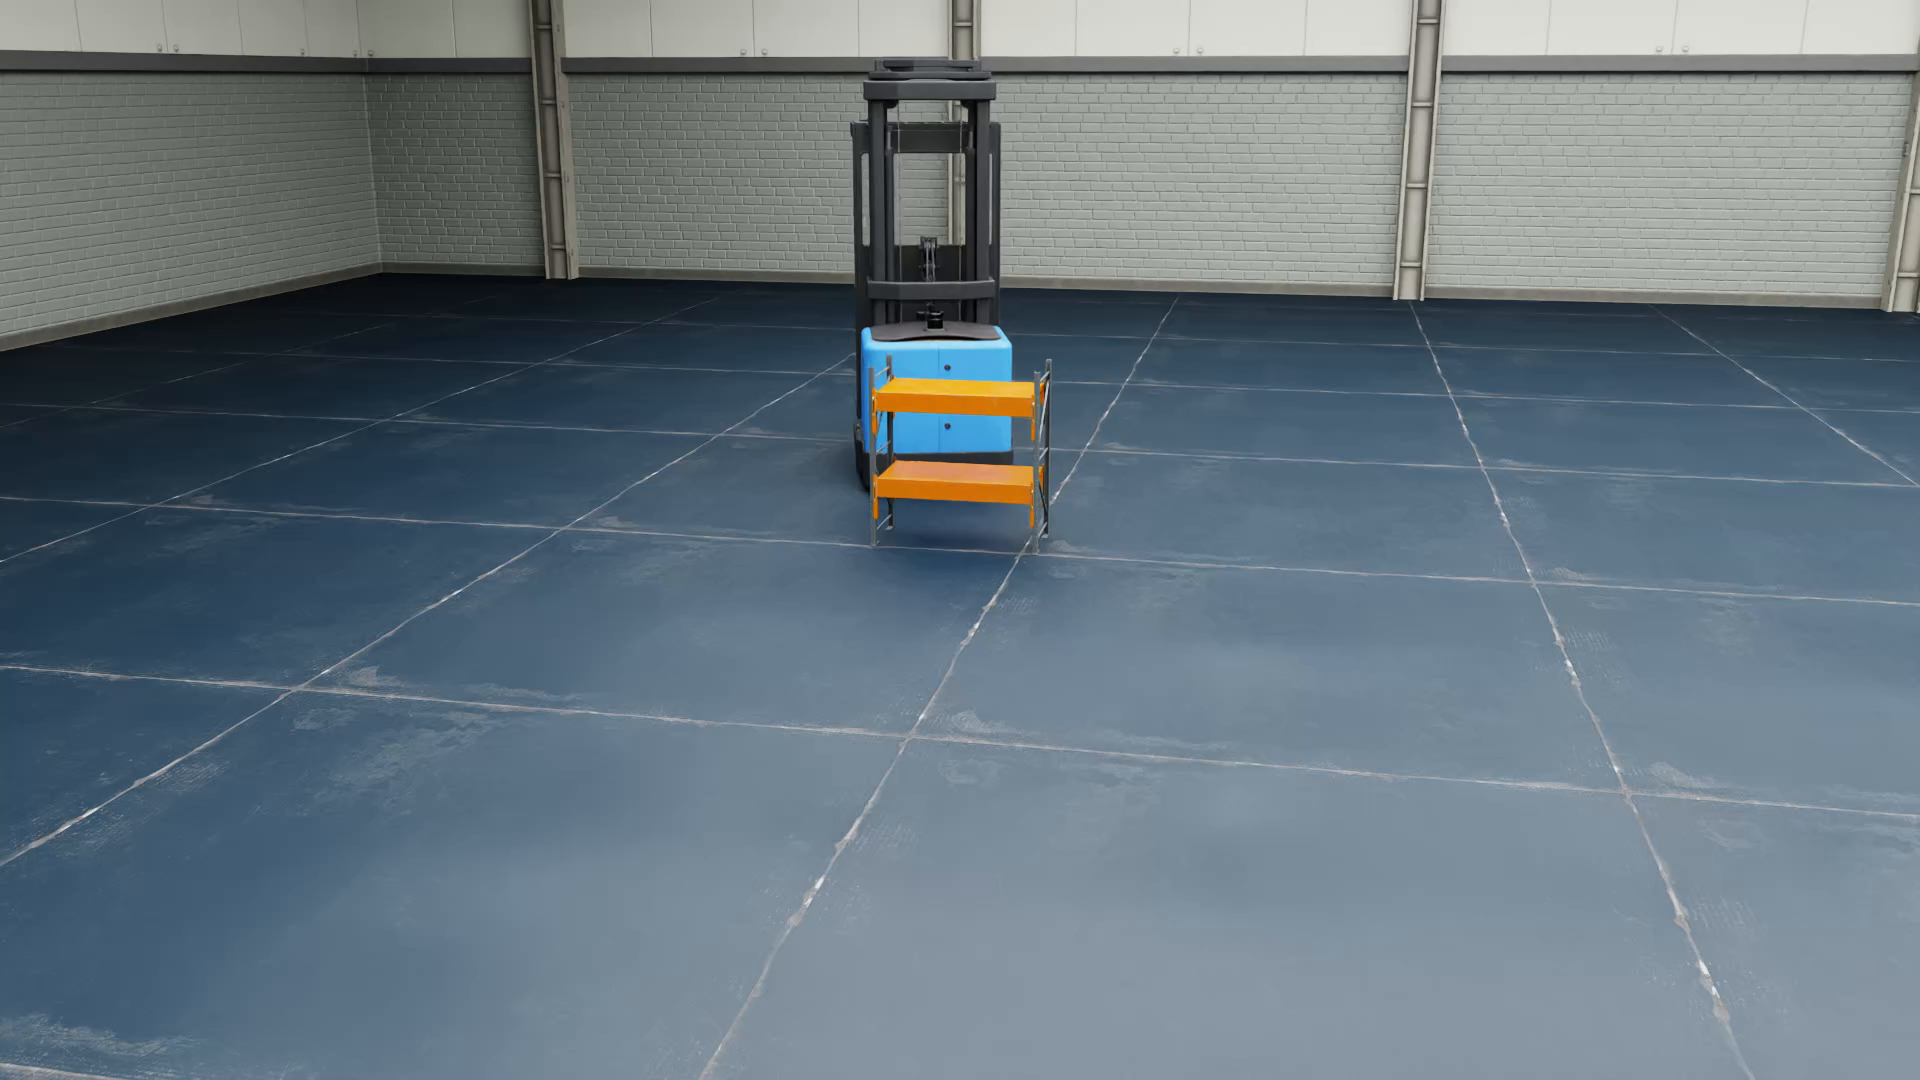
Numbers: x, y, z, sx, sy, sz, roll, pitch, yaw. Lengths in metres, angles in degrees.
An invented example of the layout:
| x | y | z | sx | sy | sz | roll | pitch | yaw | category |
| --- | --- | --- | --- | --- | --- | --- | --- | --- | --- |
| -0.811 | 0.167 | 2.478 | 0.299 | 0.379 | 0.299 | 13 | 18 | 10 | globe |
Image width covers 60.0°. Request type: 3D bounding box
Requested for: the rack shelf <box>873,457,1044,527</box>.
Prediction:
| x | y | z | sx | sy | sz | roll | pitch | yaw | category |
| --- | --- | --- | --- | --- | --- | --- | --- | --- | --- |
| 0.007 | -0.306 | 10.406 | 1.000 | 0.278 | 0.538 | 3 | 16 | 11 | rack shelf |

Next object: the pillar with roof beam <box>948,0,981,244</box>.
| x | y | z | sx | sy | sz | roll | pitch | yaw | category |
| --- | --- | --- | --- | --- | --- | --- | --- | --- | --- |
| -0.797 | -6.733 | 17.940 | 0.400 | 9.000 | 9.100 | 3 | 16 | 11 | pillar with roof beam |

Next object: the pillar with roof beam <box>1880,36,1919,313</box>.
| x | y | z | sx | sy | sz | roll | pitch | yaw | category |
| --- | --- | --- | --- | --- | --- | --- | --- | --- | --- |
| 10.962 | -6.094 | 15.636 | 0.400 | 9.000 | 9.100 | 3 | 16 | 11 | pillar with roof beam |

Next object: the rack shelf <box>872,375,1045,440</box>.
| x | y | z | sx | sy | sz | roll | pitch | yaw | category |
| --- | --- | --- | --- | --- | --- | --- | --- | --- | --- |
| 0.007 | -0.824 | 10.262 | 1.000 | 0.278 | 0.538 | 3 | 16 | 11 | rack shelf |

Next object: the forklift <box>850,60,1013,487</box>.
| x | y | z | sx | sy | sz | roll | pitch | yaw | category |
| --- | --- | --- | --- | --- | --- | --- | --- | --- | --- |
| -0.265 | -2.118 | 12.647 | 1.130 | 2.935 | 3.031 | -1 | 16 | -5 | forklift |

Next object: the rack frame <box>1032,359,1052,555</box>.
| x | y | z | sx | sy | sz | roll | pitch | yaw | category |
| --- | --- | --- | --- | --- | --- | --- | --- | --- | --- |
| 0.505 | -0.515 | 10.243 | 0.032 | 1.125 | 0.500 | 3 | 16 | 11 | rack frame |

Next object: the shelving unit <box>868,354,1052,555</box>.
| x | y | z | sx | sy | sz | roll | pitch | yaw | category |
| --- | --- | --- | --- | --- | --- | --- | --- | --- | --- |
| 0.007 | -0.542 | 10.341 | 1.048 | 1.125 | 0.538 | 3 | 16 | 11 | shelving unit |

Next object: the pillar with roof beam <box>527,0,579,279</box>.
| x | y | z | sx | sy | sz | roll | pitch | yaw | category |
| --- | --- | --- | --- | --- | --- | --- | --- | --- | --- |
| -6.677 | -7.052 | 19.093 | 0.400 | 9.000 | 9.100 | 3 | 16 | 11 | pillar with roof beam |

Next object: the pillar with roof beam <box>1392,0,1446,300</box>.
| x | y | z | sx | sy | sz | roll | pitch | yaw | category |
| --- | --- | --- | --- | --- | --- | --- | --- | --- | --- |
| 5.083 | -6.413 | 16.788 | 0.400 | 9.000 | 9.100 | 3 | 16 | 11 | pillar with roof beam |

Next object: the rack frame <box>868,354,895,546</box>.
| x | y | z | sx | sy | sz | roll | pitch | yaw | category |
| --- | --- | --- | --- | --- | --- | --- | --- | --- | --- |
| -0.492 | -0.569 | 10.438 | 0.032 | 1.125 | 0.500 | 3 | 16 | 11 | rack frame |
